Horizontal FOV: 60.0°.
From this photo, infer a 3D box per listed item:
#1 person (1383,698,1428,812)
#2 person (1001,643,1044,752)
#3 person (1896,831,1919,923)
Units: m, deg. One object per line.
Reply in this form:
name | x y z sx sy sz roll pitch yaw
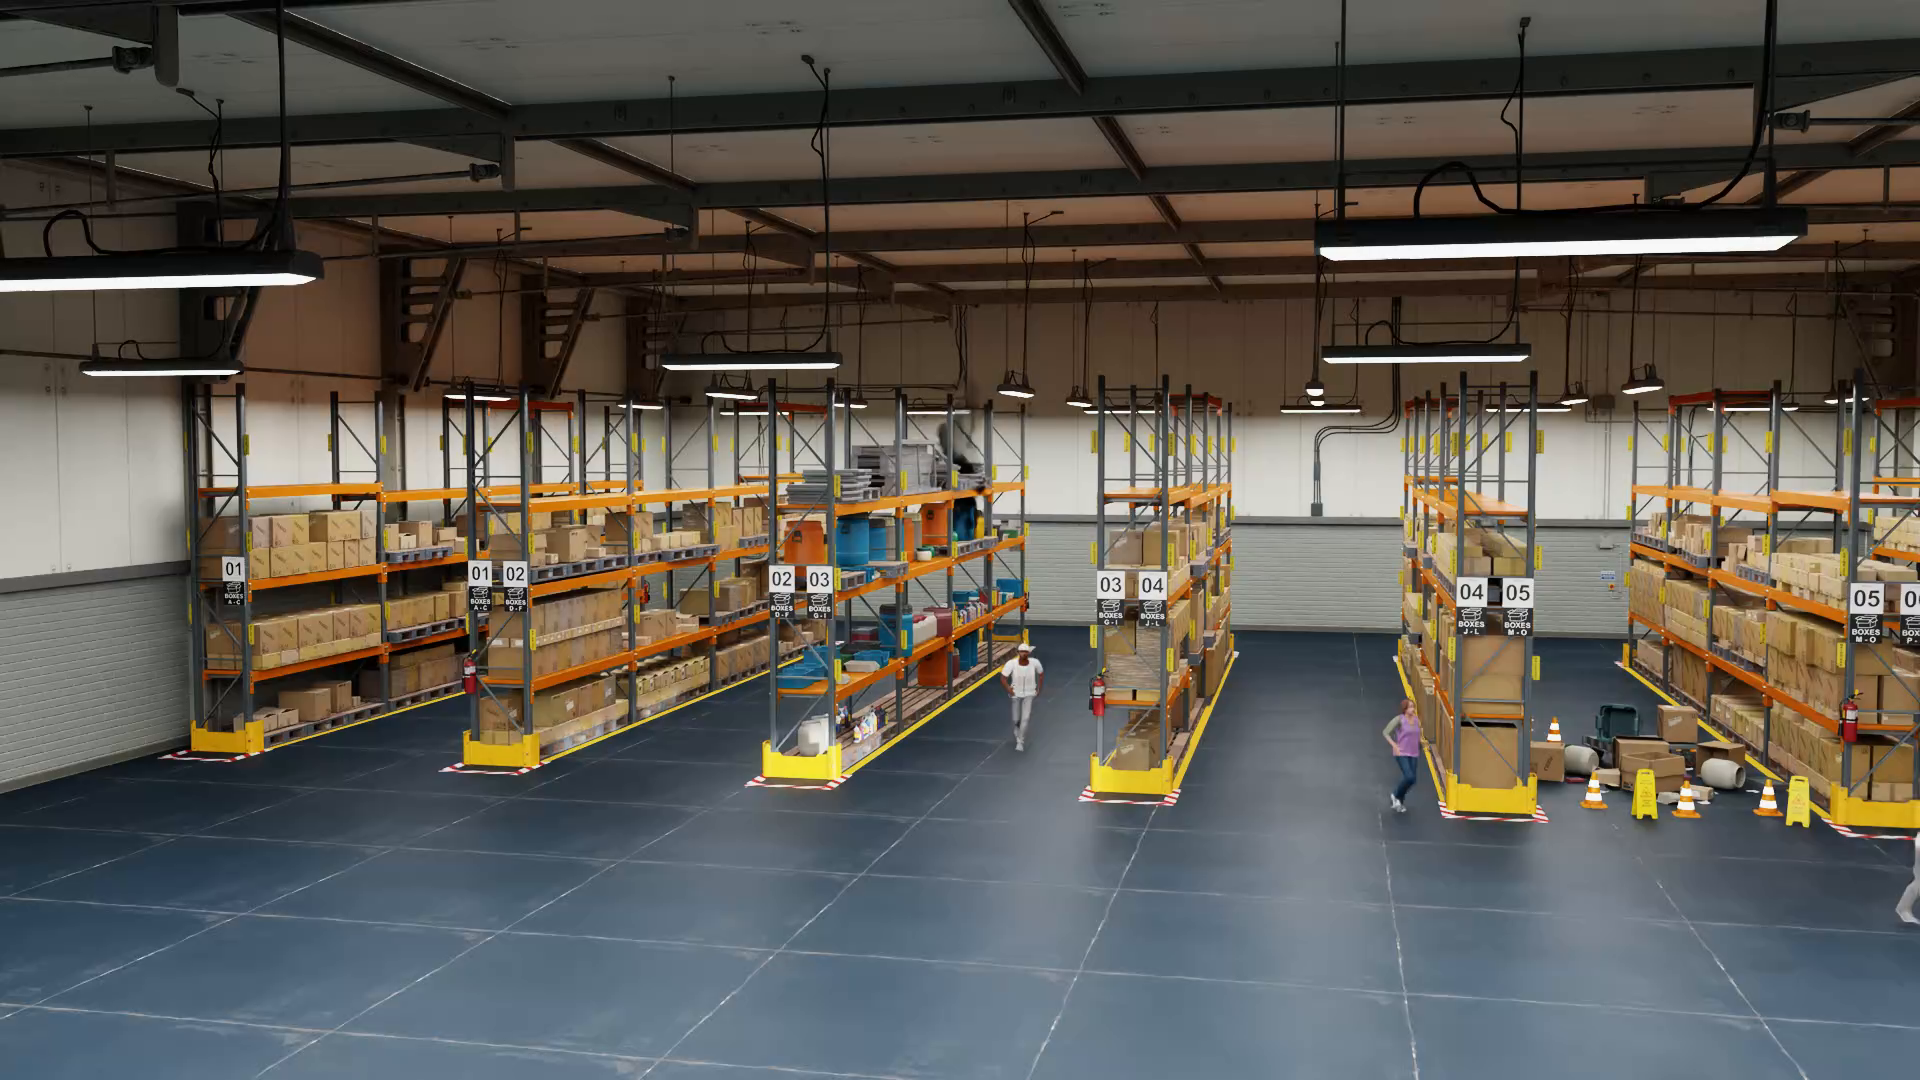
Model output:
person | 6.045 2.921 22.476 0.513 1.559 0.601 -2 4 -25
person | 1.035 2.568 27.525 0.727 1.750 0.875 0 3 -1
person | 9.969 3.194 17.005 0.600 1.716 0.826 -1 3 -21
